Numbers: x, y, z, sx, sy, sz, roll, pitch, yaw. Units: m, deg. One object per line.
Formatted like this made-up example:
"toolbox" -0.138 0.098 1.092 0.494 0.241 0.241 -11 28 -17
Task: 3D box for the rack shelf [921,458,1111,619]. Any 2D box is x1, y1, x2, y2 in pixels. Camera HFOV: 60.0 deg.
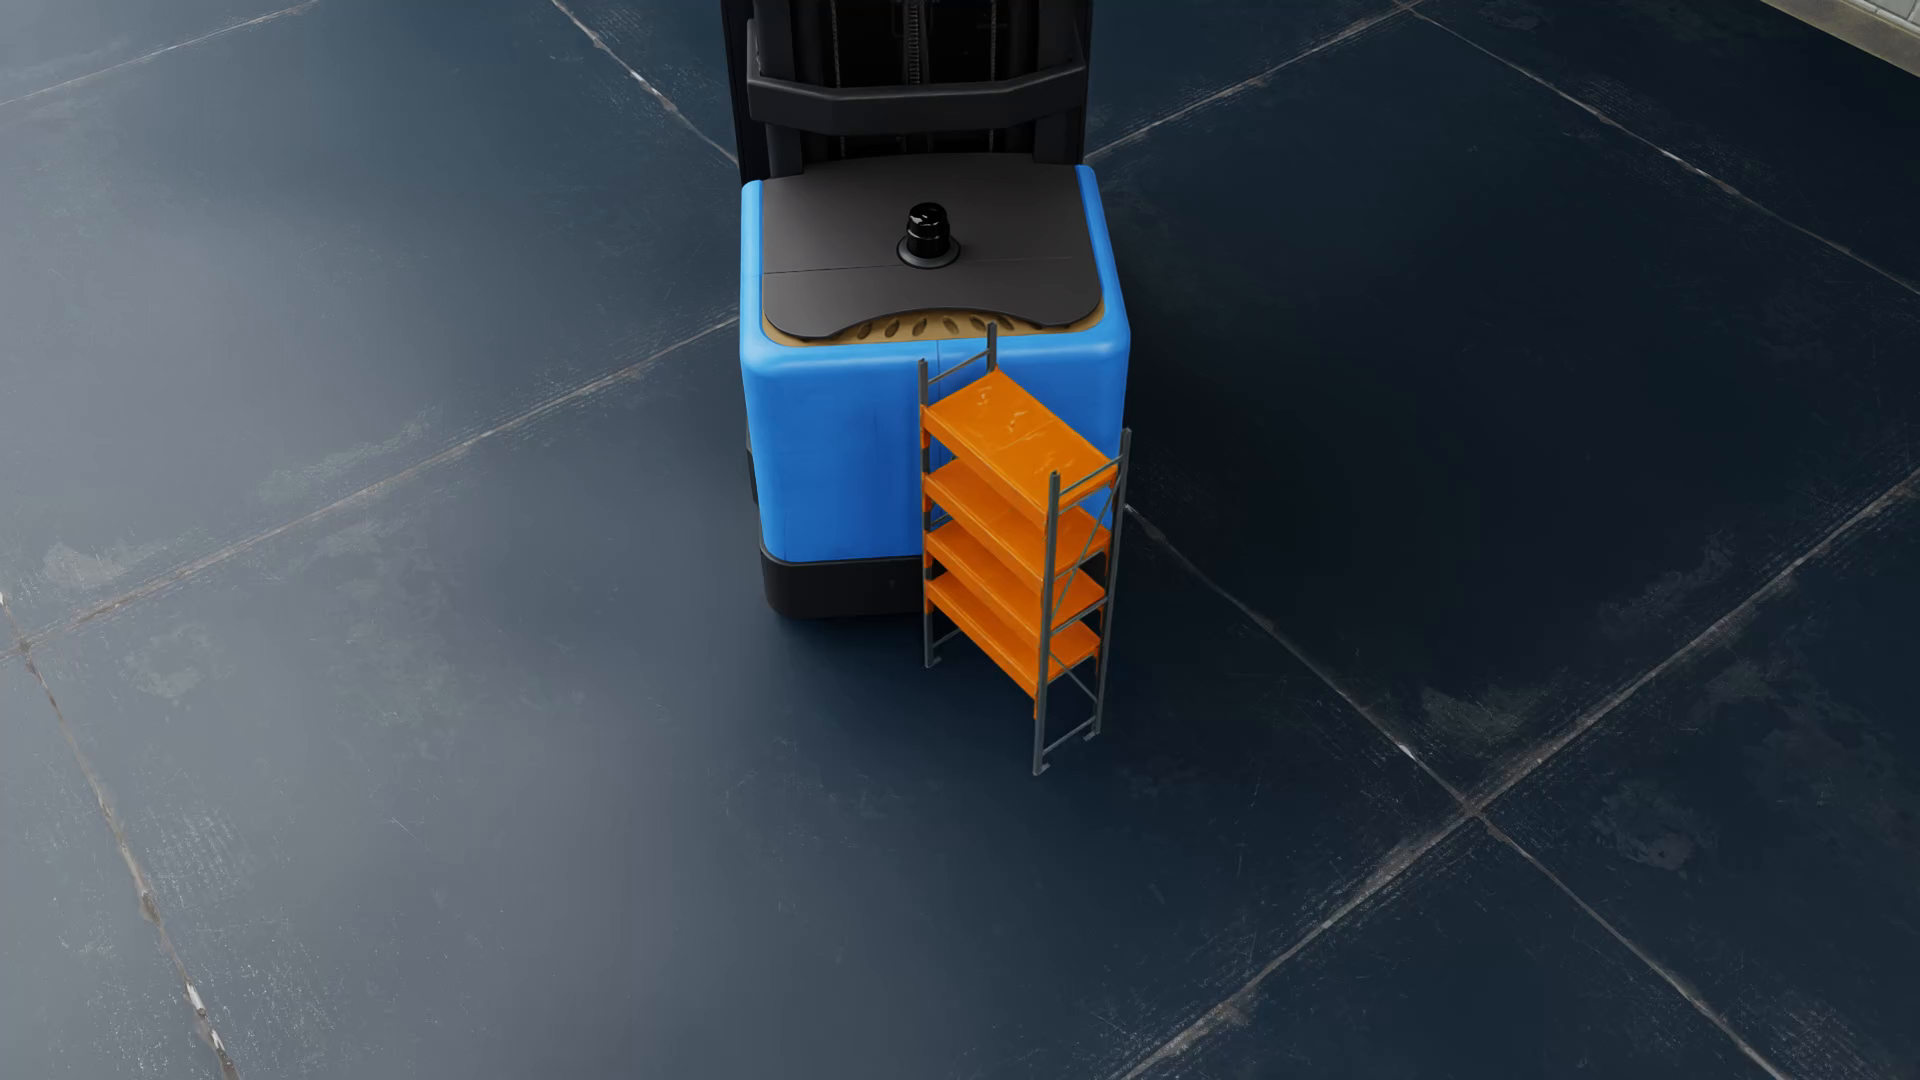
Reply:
"rack shelf" 0.148 -0.046 4.270 0.258 0.148 0.480 -31 55 -25

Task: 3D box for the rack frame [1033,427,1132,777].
"rack frame" 0.301 0.200 4.259 0.240 1.200 0.015 -31 55 -25

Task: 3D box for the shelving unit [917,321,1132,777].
"shelving unit" 0.148 0.059 4.386 0.258 1.200 0.503 -31 55 -25

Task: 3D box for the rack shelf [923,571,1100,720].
"rack shelf" 0.148 0.238 4.583 0.258 0.148 0.480 -31 55 -25

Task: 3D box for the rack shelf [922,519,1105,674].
"rack shelf" 0.148 0.105 4.436 0.258 0.148 0.480 -31 55 -25

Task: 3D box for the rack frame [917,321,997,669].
"rack frame" -0.005 -0.081 4.514 0.240 1.200 0.015 -31 55 -25

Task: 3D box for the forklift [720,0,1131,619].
"forklift" -0.174 -1.844 4.944 1.130 2.935 3.031 -3 48 -3

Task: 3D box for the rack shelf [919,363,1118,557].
"rack shelf" 0.148 -0.205 4.095 0.258 0.148 0.480 -31 55 -25
